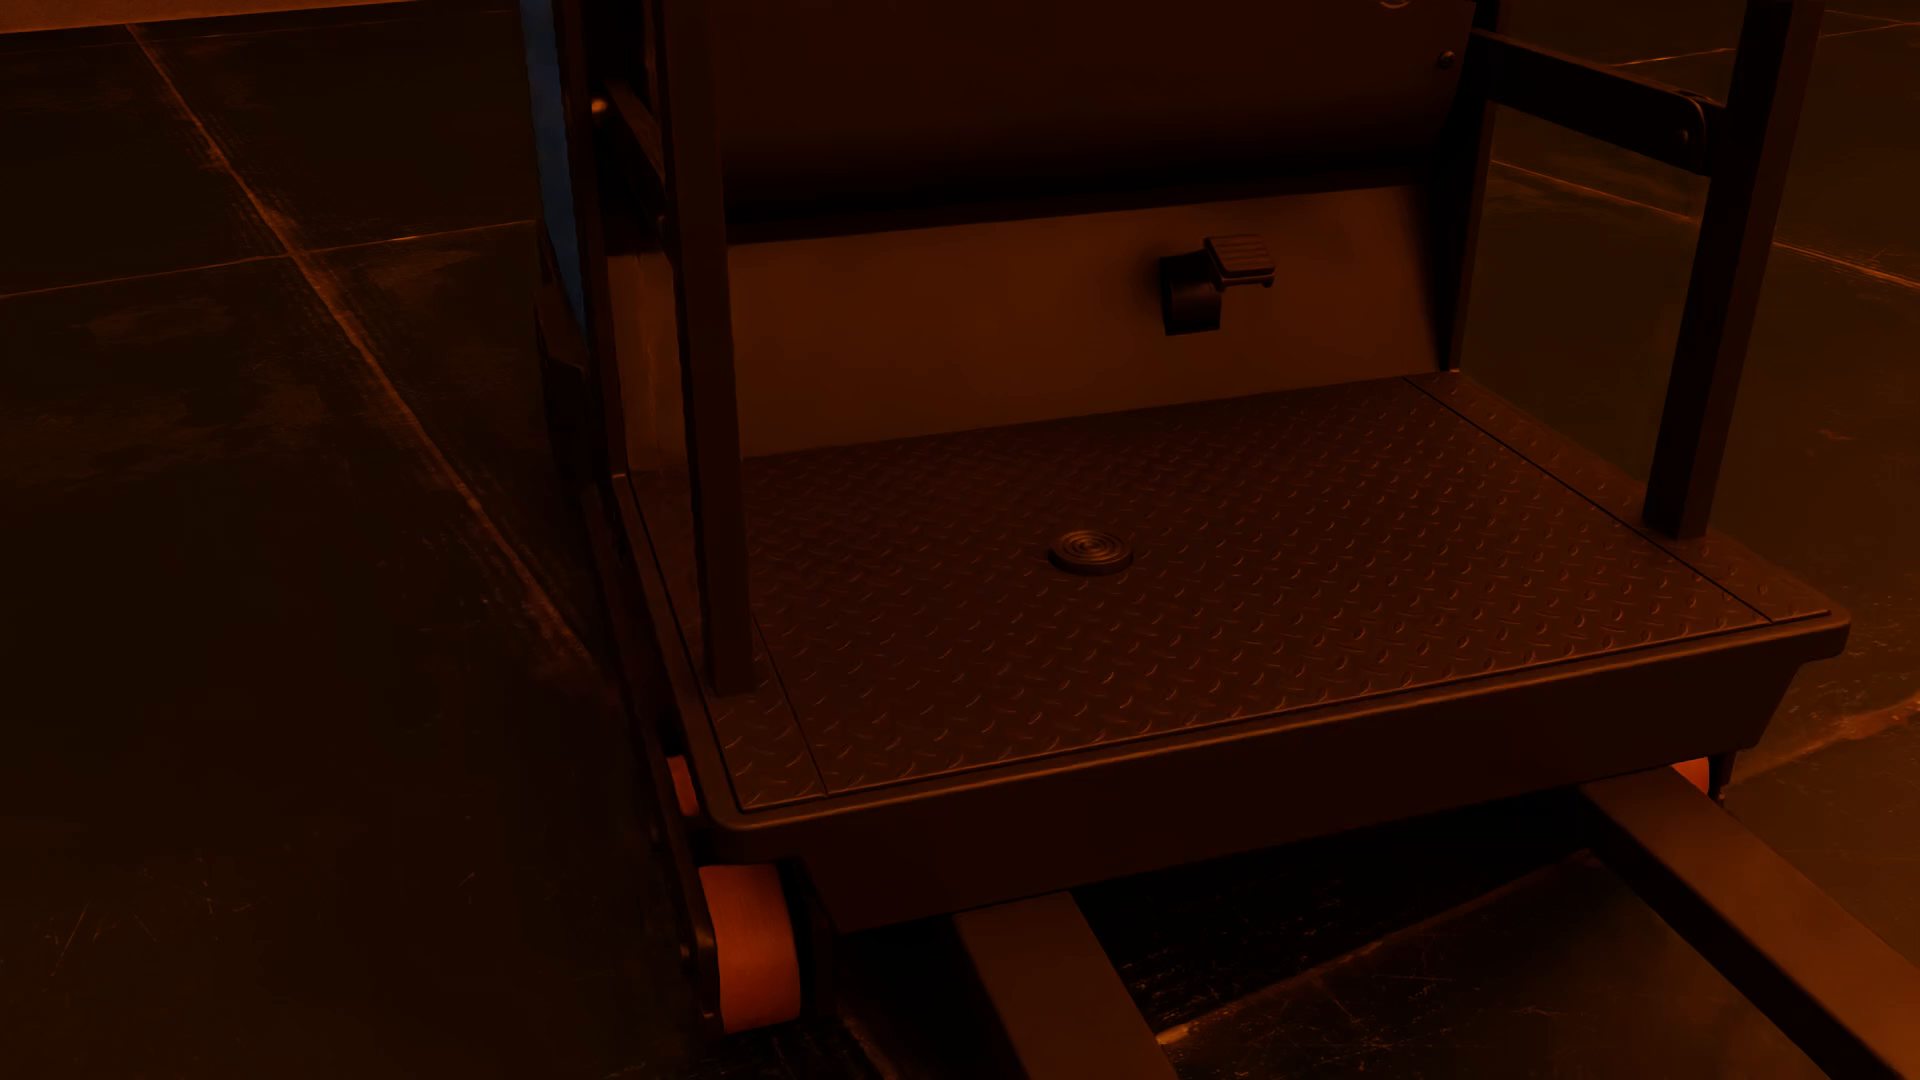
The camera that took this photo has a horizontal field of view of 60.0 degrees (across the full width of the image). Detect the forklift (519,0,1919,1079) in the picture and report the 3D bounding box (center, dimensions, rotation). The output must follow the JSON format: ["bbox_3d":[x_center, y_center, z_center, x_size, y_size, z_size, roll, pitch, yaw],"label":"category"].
[{"bbox_3d":[0.188,-1.044,1.319,1.130,2.935,3.031,-8,28,-16],"label":"forklift"}]
